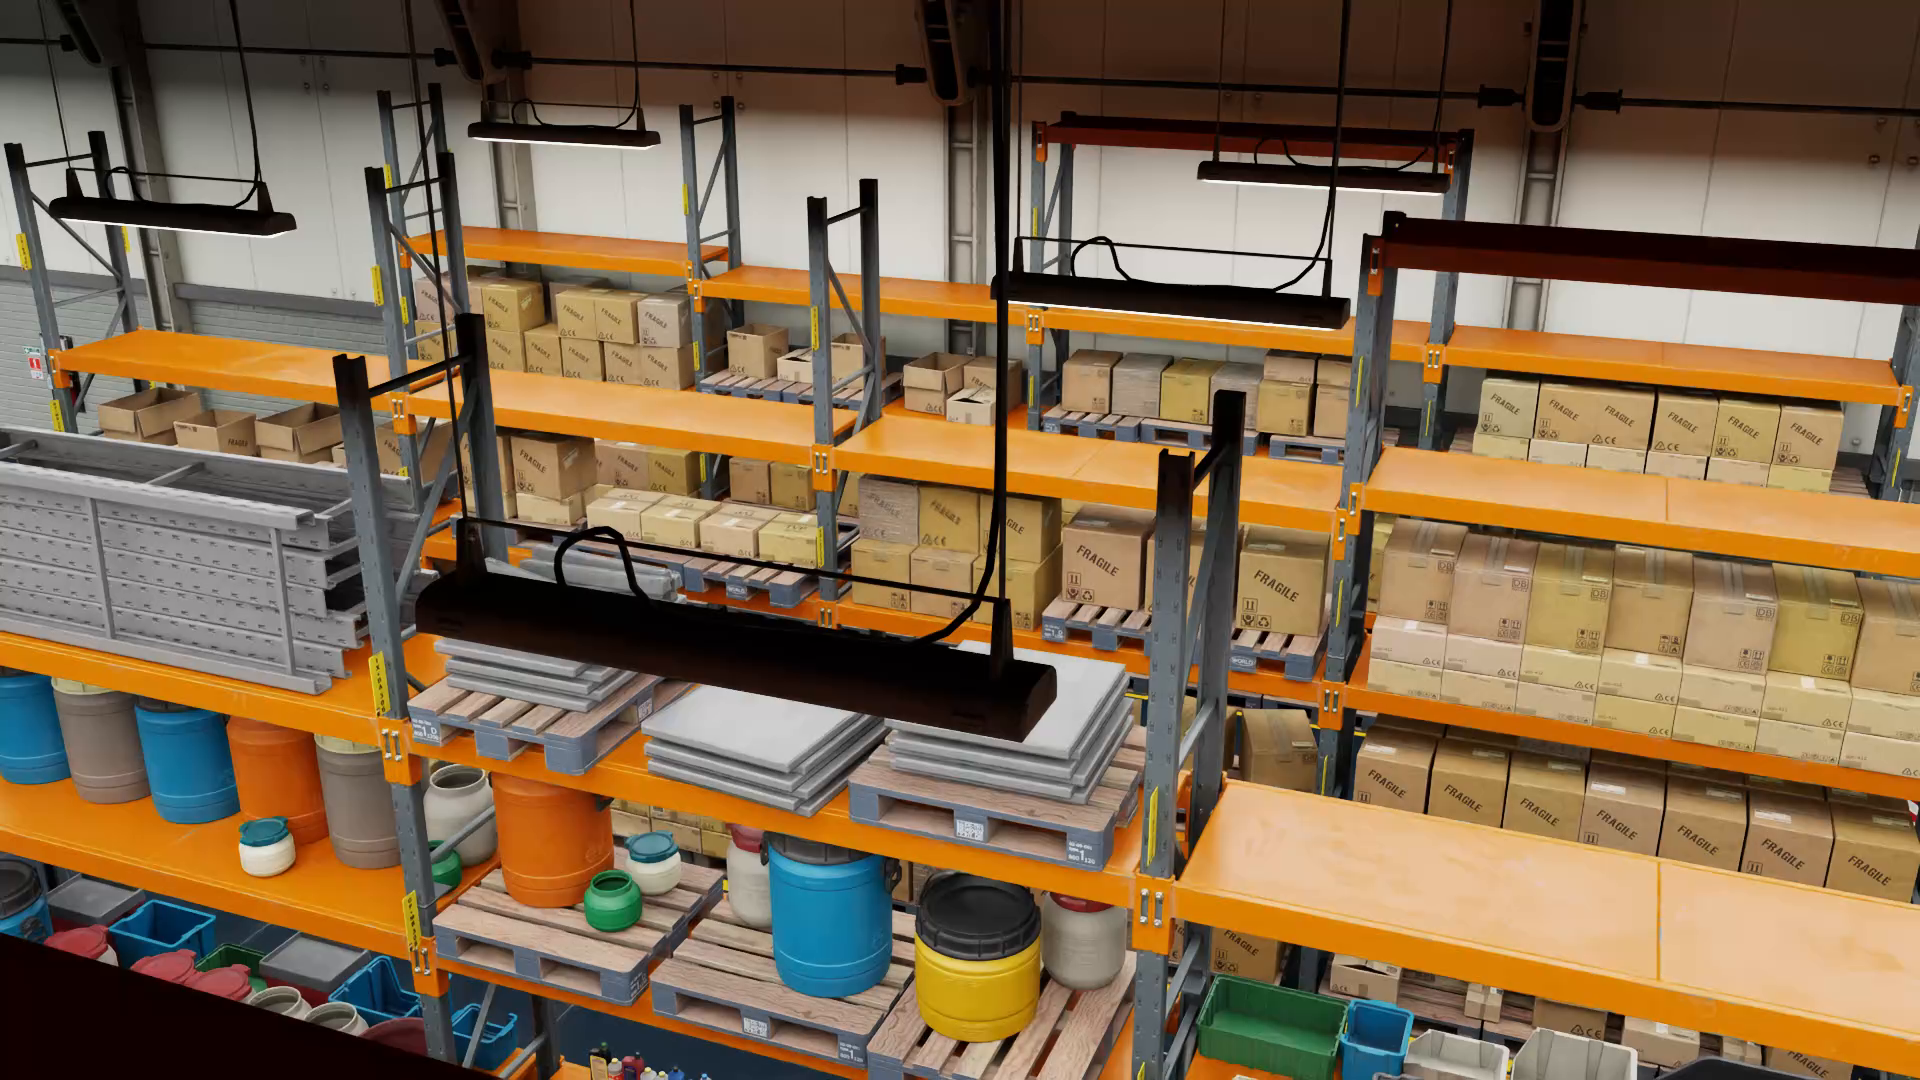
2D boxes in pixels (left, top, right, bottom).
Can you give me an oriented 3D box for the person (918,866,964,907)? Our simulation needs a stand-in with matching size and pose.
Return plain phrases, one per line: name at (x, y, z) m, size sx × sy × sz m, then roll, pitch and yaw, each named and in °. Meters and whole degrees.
person at (-0.188, 2.920, 12.304) m, size 1.058 × 1.653 × 0.581 m, roll 4°, pitch 21°, yaw 12°
